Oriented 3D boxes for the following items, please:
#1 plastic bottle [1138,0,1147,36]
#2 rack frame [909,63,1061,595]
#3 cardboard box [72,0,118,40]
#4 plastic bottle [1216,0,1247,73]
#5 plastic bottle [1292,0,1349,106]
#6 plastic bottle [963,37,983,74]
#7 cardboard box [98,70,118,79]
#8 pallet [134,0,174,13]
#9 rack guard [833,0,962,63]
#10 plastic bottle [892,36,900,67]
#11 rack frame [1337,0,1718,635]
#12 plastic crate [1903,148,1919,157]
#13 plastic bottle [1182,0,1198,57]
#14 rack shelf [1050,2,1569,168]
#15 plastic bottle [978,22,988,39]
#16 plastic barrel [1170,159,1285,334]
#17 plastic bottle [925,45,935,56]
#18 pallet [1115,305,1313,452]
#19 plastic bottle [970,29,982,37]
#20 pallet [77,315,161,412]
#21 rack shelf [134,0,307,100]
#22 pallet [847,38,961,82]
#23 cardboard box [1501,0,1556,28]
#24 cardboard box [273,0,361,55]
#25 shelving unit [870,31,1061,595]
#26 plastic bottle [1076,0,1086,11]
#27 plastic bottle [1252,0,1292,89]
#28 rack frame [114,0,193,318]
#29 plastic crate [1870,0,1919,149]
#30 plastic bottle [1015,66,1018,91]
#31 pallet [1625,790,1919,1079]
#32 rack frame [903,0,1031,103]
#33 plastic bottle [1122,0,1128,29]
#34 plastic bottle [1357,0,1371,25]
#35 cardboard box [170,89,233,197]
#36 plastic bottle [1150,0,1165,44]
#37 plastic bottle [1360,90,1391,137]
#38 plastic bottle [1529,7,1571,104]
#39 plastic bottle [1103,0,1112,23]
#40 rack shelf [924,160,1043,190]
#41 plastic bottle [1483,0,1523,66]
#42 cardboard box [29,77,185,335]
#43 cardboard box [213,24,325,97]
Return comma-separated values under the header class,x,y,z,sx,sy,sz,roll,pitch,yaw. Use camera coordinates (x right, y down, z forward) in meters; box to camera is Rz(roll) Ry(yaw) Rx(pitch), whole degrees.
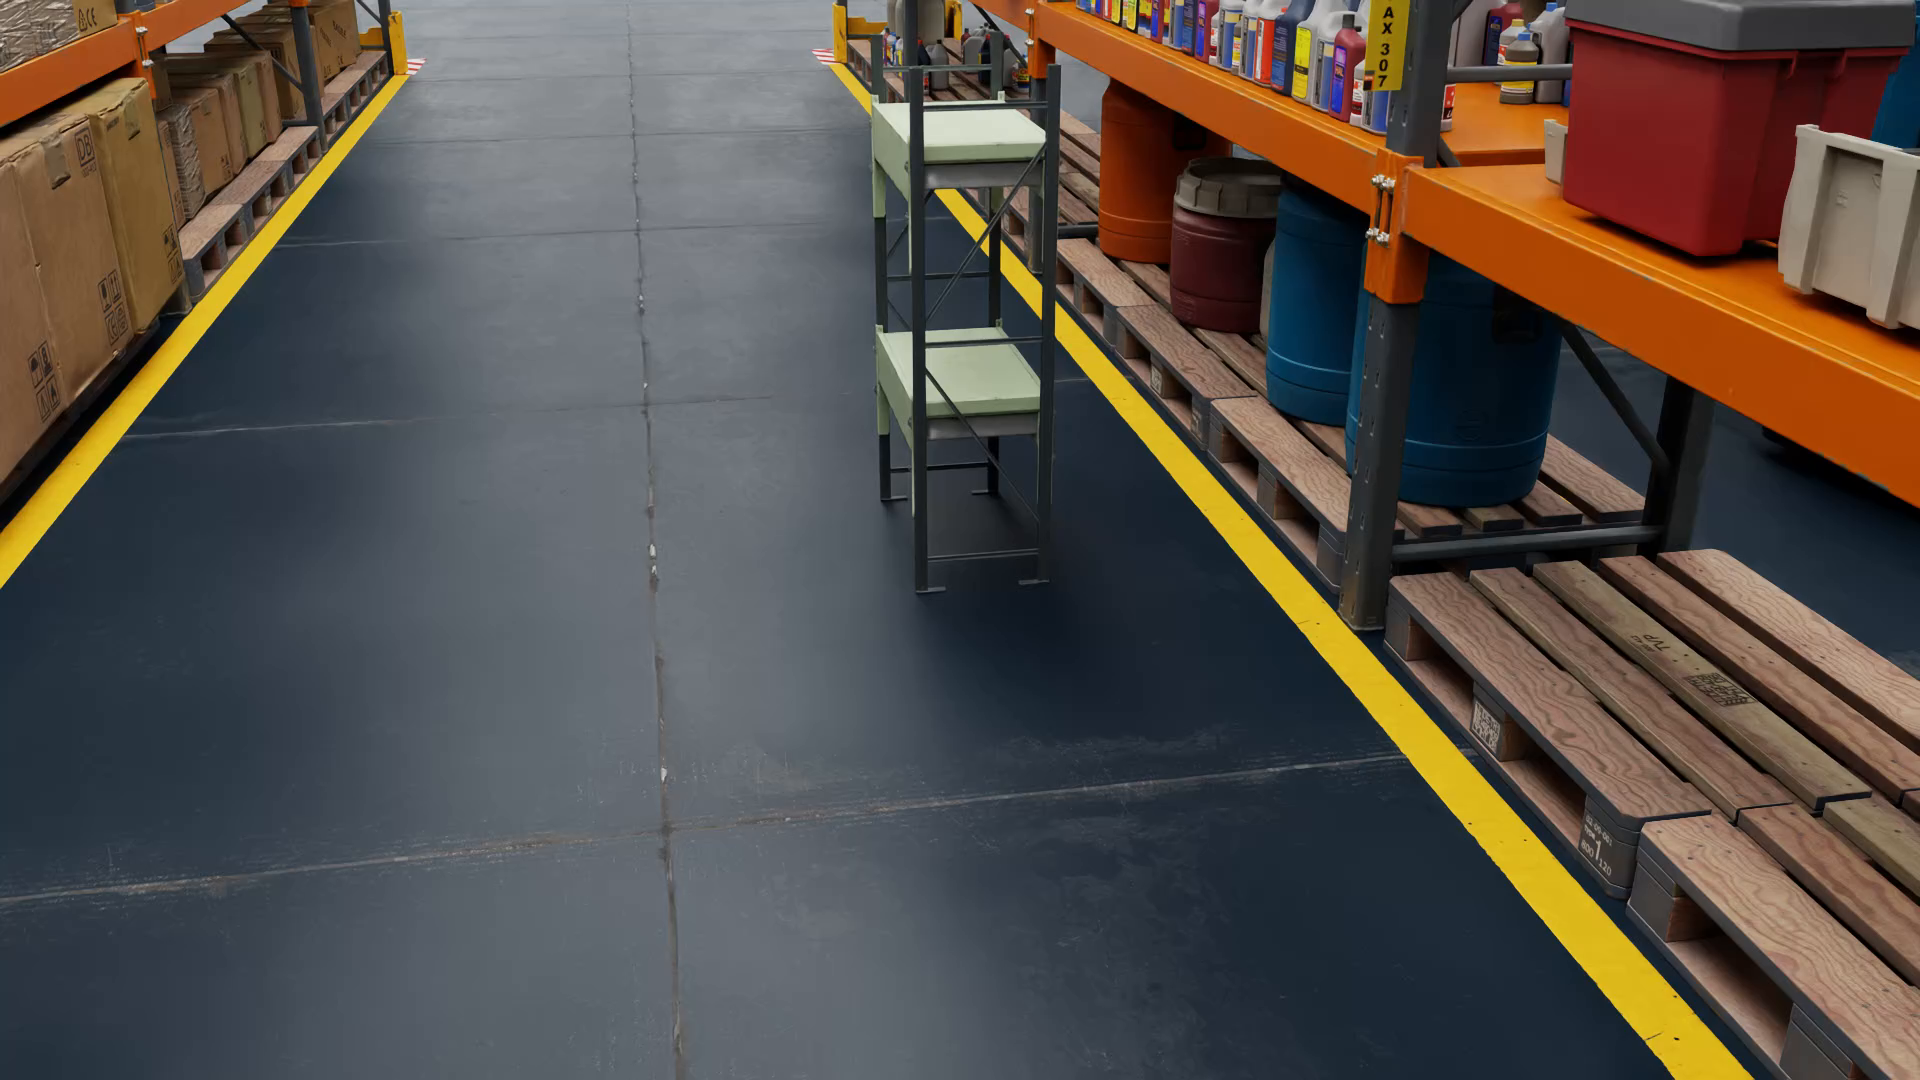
class,x,y,z,sx,sy,sz,roll,pitch,yaw
plastic bottle,0.751,-2.119,6.514,0.097,0.271,0.097,0,24,0
rack frame,0.066,-0.546,4.626,0.400,1.500,0.023,-4,24,-10
cardboard box,-3.691,-2.248,6.525,0.500,0.500,0.500,-4,24,-8
plastic bottle,0.962,-1.732,5.622,0.152,0.276,0.135,-4,24,-10
plastic bottle,1.089,-1.486,4.966,0.144,0.351,0.185,-4,24,-10
plastic bottle,0.106,-3.840,13.148,0.152,0.276,0.135,-4,24,-10
cardboard box,-4.180,-2.039,7.808,0.500,0.250,0.500,-3,24,-8
pallet,-4.263,-2.563,7.609,1.213,0.211,1.003,-4,24,-10
rack guard,-0.578,-4.719,15.431,1.175,0.500,0.348,-4,24,-10
plastic bottle,-0.490,-3.853,13.182,0.097,0.271,0.097,0,24,0
rack frame,1.581,-1.171,4.184,1.000,3.000,0.127,-4,24,-10
plastic crate,6.597,-1.958,5.624,10.364,0.629,4.185,-4,24,-10
plastic bottle,0.886,-1.919,5.958,0.144,0.351,0.185,-4,24,-10
rack shelf,1.211,-1.718,6.090,0.919,0.124,3.809,-4,24,-10
plastic bottle,0.212,-3.968,13.349,0.144,0.351,0.185,-3,24,-8
plastic barrel,1.157,-1.197,6.730,0.600,0.588,0.708,-4,24,-10
plastic bottle,-0.195,-3.600,12.598,0.152,0.276,0.135,-4,24,-10
pallet,1.250,-0.681,6.545,1.003,0.211,1.213,-4,24,-10
plastic bottle,0.152,-4.054,13.637,0.152,0.276,0.135,-4,24,-9
pallet,-3.955,-0.784,6.782,1.003,0.211,1.213,-4,24,-10
rack shelf,-4.396,-2.835,8.892,1.077,0.370,4.000,-4,24,-10
pallet,-0.433,-4.267,14.756,1.003,0.211,1.213,-4,24,-10
cardboard box,4.589,-4.323,13.374,0.500,0.500,0.500,-4,24,-10
cardboard box,-5.407,-4.325,14.003,0.500,0.500,0.500,0,24,0
shelving unit,-0.001,-0.690,4.956,0.431,1.500,0.755,-4,24,-10
plastic bottle,0.604,-2.494,7.367,0.152,0.276,0.135,-4,24,-10
plastic bottle,1.030,-1.588,5.292,0.152,0.276,0.135,-4,24,-10
rack frame,-4.026,-2.378,6.947,1.000,3.000,0.127,-4,24,-10
plastic crate,2.002,-1.033,3.813,0.392,0.384,0.575,-4,24,-10
plastic bottle,0.455,-3.435,12.314,0.097,0.201,0.097,0,24,0
pallet,1.984,0.874,2.985,1.003,0.211,1.213,-4,24,-10
rack frame,0.102,-4.318,11.389,1.000,3.000,0.127,-4,24,-10
plastic bottle,0.708,-2.177,6.736,0.097,0.201,0.097,0,24,0
plastic bottle,1.231,-1.497,4.991,0.144,0.351,0.185,-4,24,-10
cardboard box,-4.397,-2.136,8.966,0.700,0.500,0.500,-2,24,-5
plastic bottle,0.772,-2.039,6.317,0.061,0.283,0.133,-4,24,-10
plastic bottle,1.190,-1.246,4.509,0.152,0.276,0.135,-4,24,-10
plastic bottle,1.802,-1.469,5.020,0.152,0.276,0.135,-4,24,-10
plastic bottle,0.689,-2.312,6.950,0.152,0.276,0.135,-4,24,-10
rack shelf,-0.001,-1.113,4.771,0.332,0.071,0.664,-4,24,-10
plastic bottle,1.768,-1.643,5.410,0.061,0.283,0.133,-4,24,-10
cardboard box,-3.919,-1.324,6.663,1.225,0.875,0.875,-5,24,-12
cardboard box,-4.914,-3.383,11.847,0.500,0.500,0.500,3,24,7
